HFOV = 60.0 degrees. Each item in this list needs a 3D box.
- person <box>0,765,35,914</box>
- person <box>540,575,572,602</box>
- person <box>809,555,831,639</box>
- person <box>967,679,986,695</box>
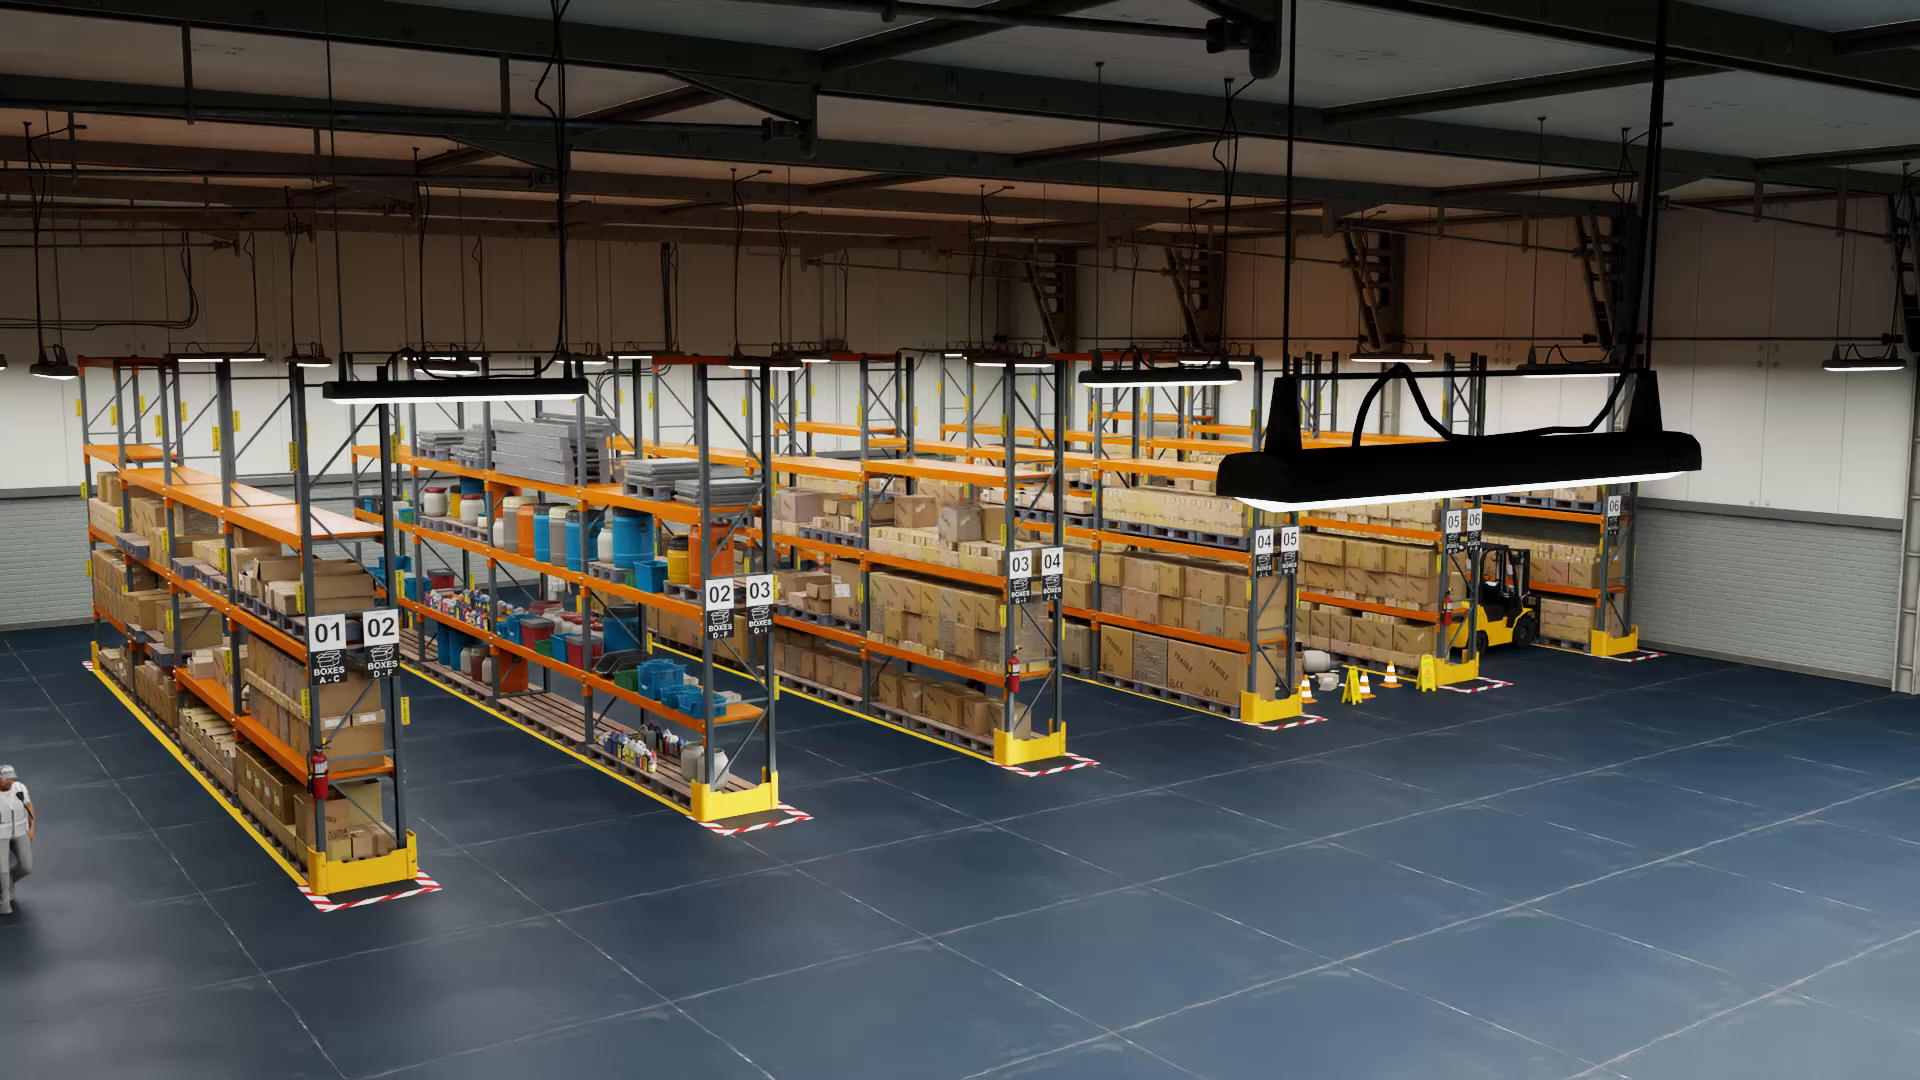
[{"bbox_3d":[-10.630,3.291,18.528,0.591,1.647,0.571,6,9,43],"label":"person"},{"bbox_3d":[-8.798,1.061,36.257,0.612,1.700,1.039,-4,8,-33],"label":"person"},{"bbox_3d":[-2.914,1.177,35.273,0.632,1.711,1.129,-4,8,-32],"label":"person"},{"bbox_3d":[0.344,2.029,28.852,0.486,1.600,0.857,-5,9,-38],"label":"person"}]
